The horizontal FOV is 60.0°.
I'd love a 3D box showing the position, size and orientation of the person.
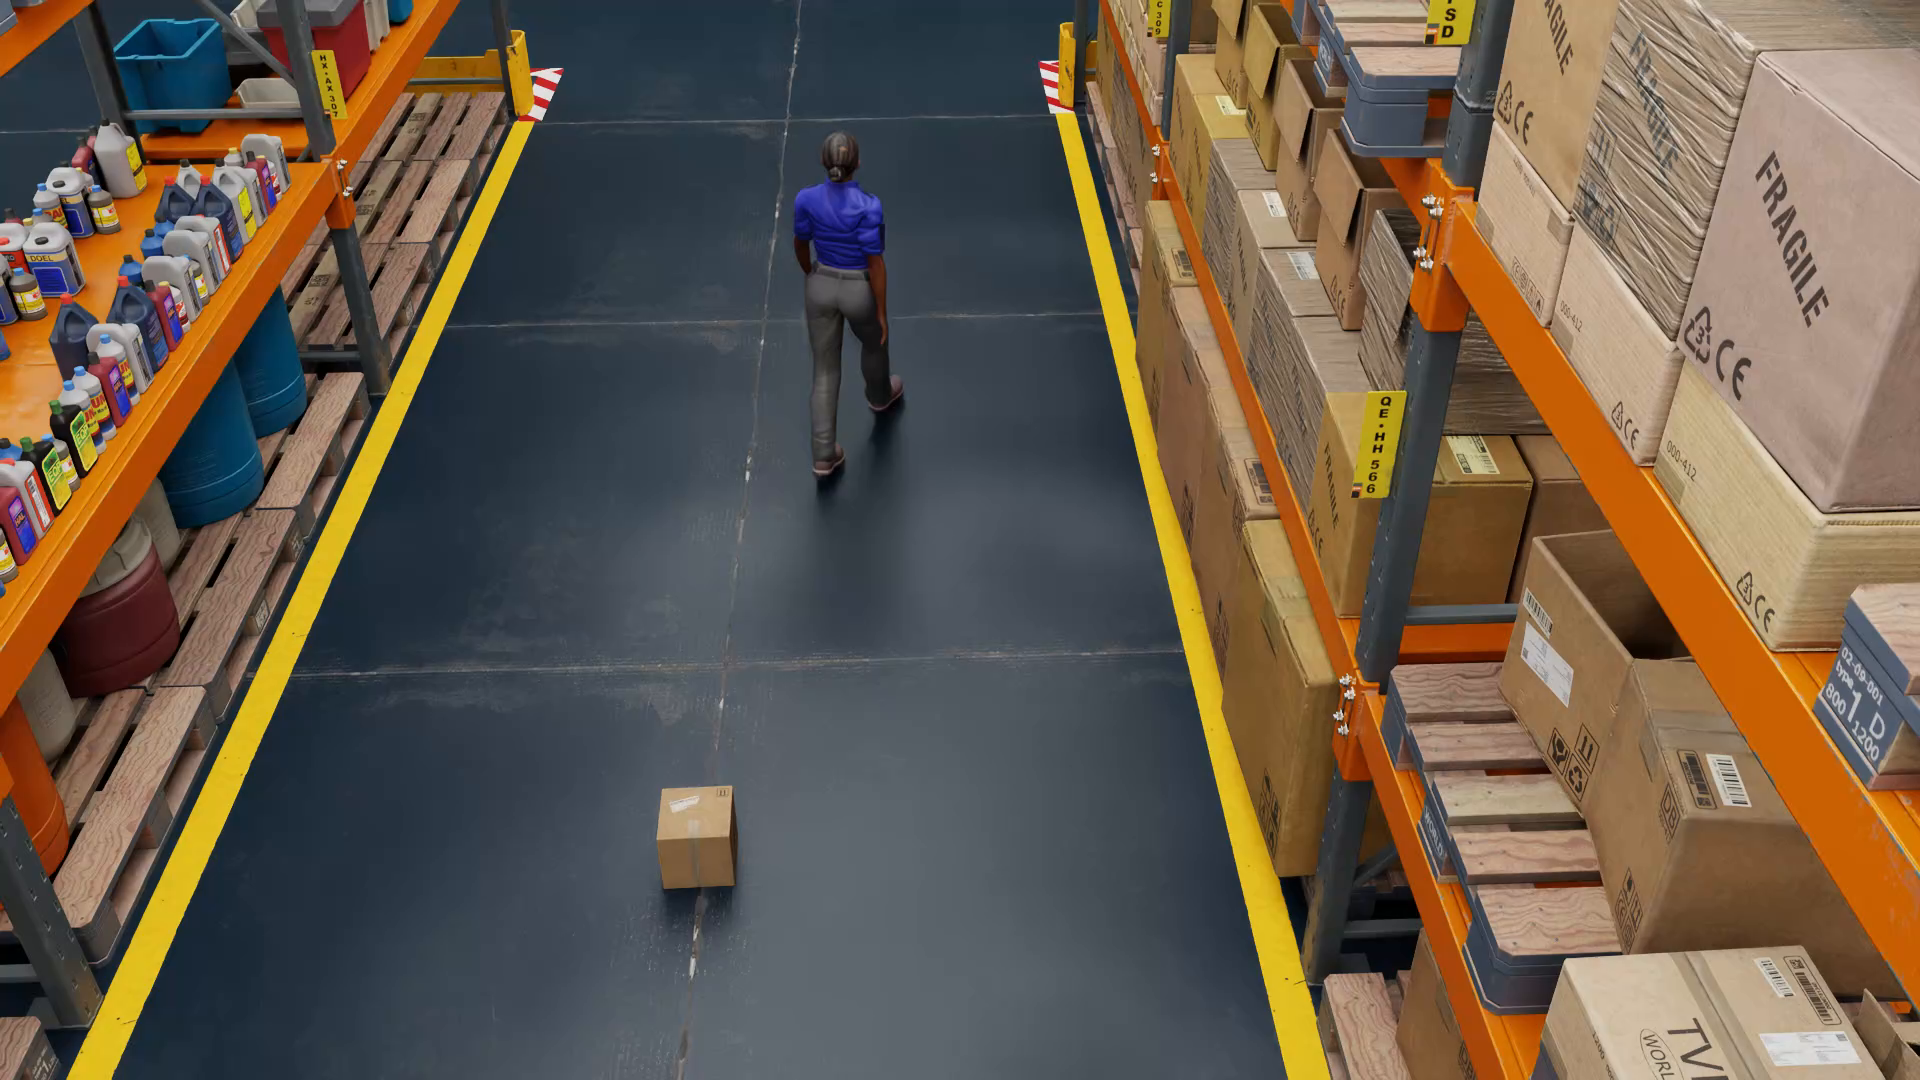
[{"bbox_3d":[-0.536,-1.186,7.805,0.475,1.594,0.991,6,36,8],"label":"person"}]
